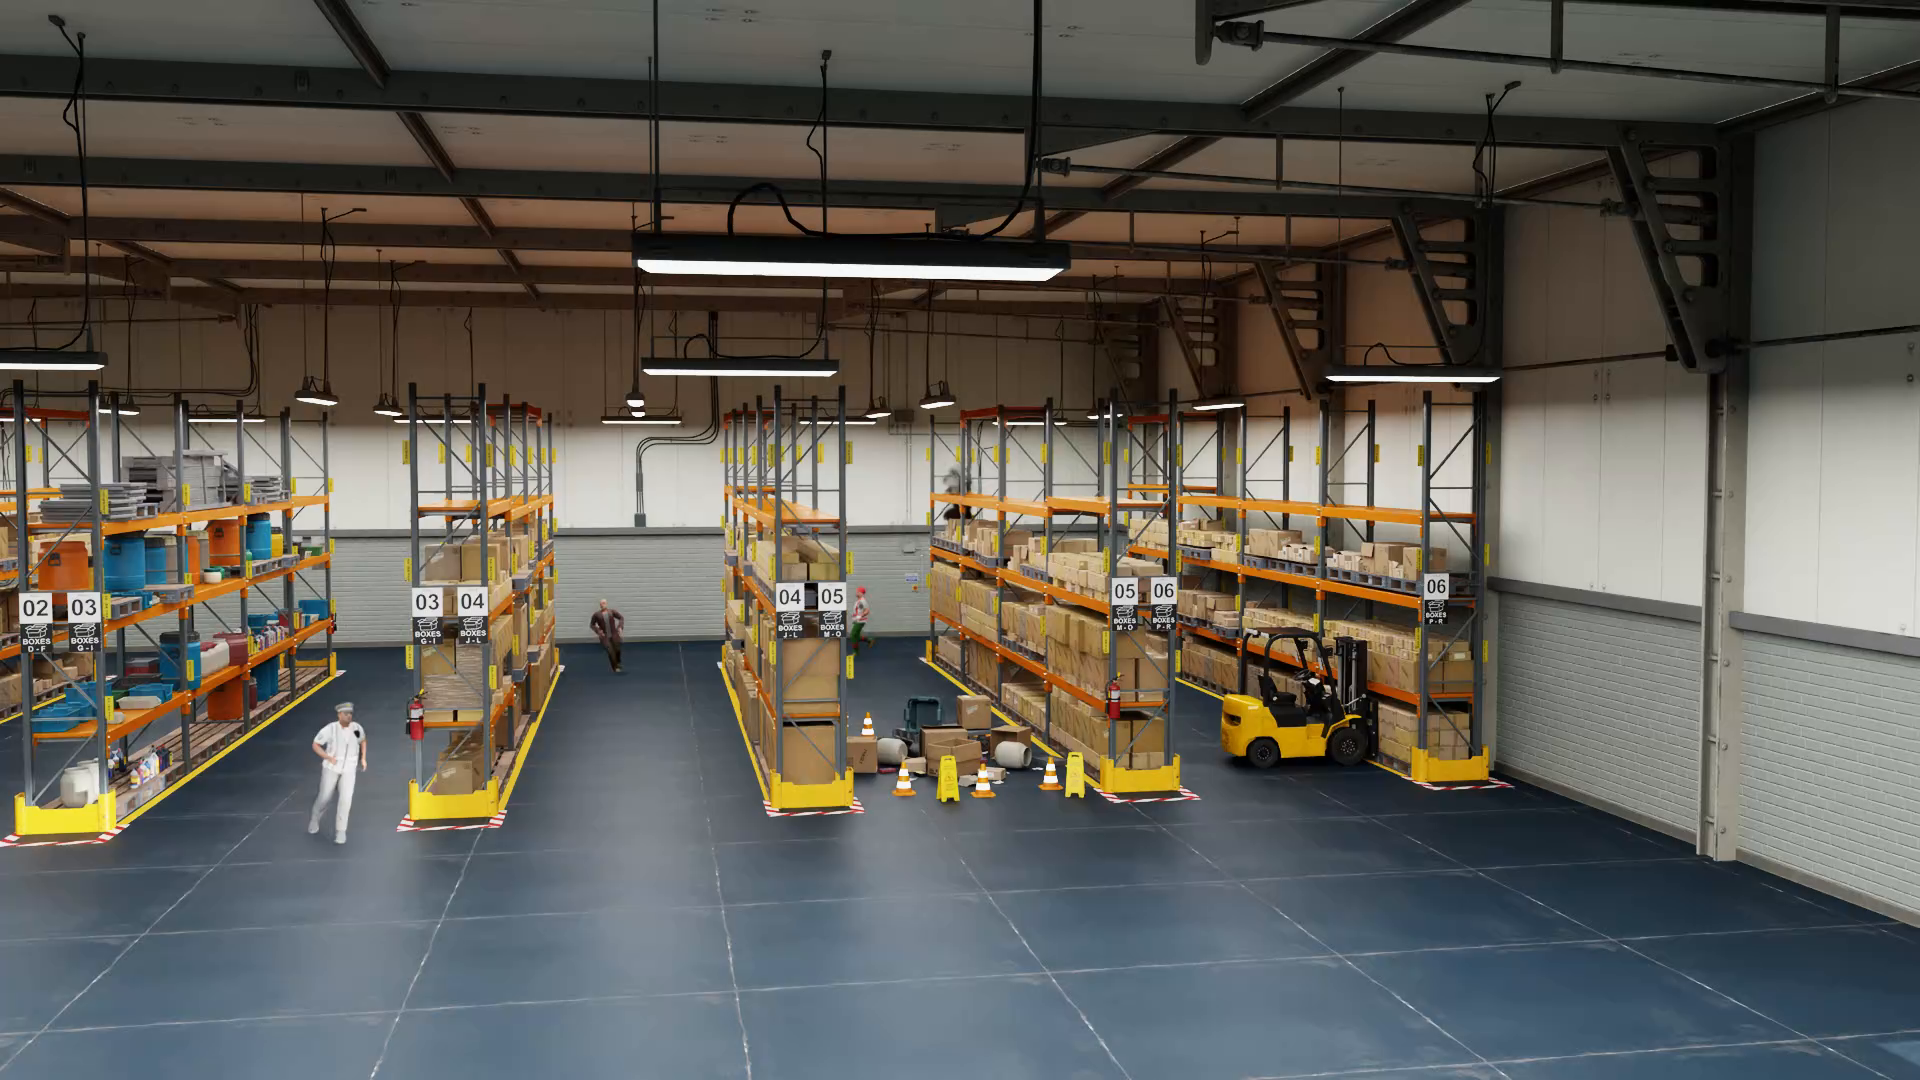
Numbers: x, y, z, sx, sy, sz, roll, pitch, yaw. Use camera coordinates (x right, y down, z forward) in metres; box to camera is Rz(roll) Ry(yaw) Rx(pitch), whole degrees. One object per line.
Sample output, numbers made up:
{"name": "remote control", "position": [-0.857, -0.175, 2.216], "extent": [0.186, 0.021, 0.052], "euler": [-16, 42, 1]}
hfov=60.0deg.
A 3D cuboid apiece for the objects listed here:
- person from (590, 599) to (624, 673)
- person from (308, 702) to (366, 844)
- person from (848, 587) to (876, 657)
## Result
{"name": "person", "position": [-8.142, 2.217, 38.365], "extent": [0.787, 1.696, 0.561], "euler": [-1, 3, -18]}
{"name": "person", "position": [-8.119, 3.012, 21.820], "extent": [0.737, 1.766, 0.965], "euler": [-2, 3, -33]}
{"name": "person", "position": [-2.434, 2.043, 41.415], "extent": [0.714, 1.758, 0.657], "euler": [-1, 3, -13]}
